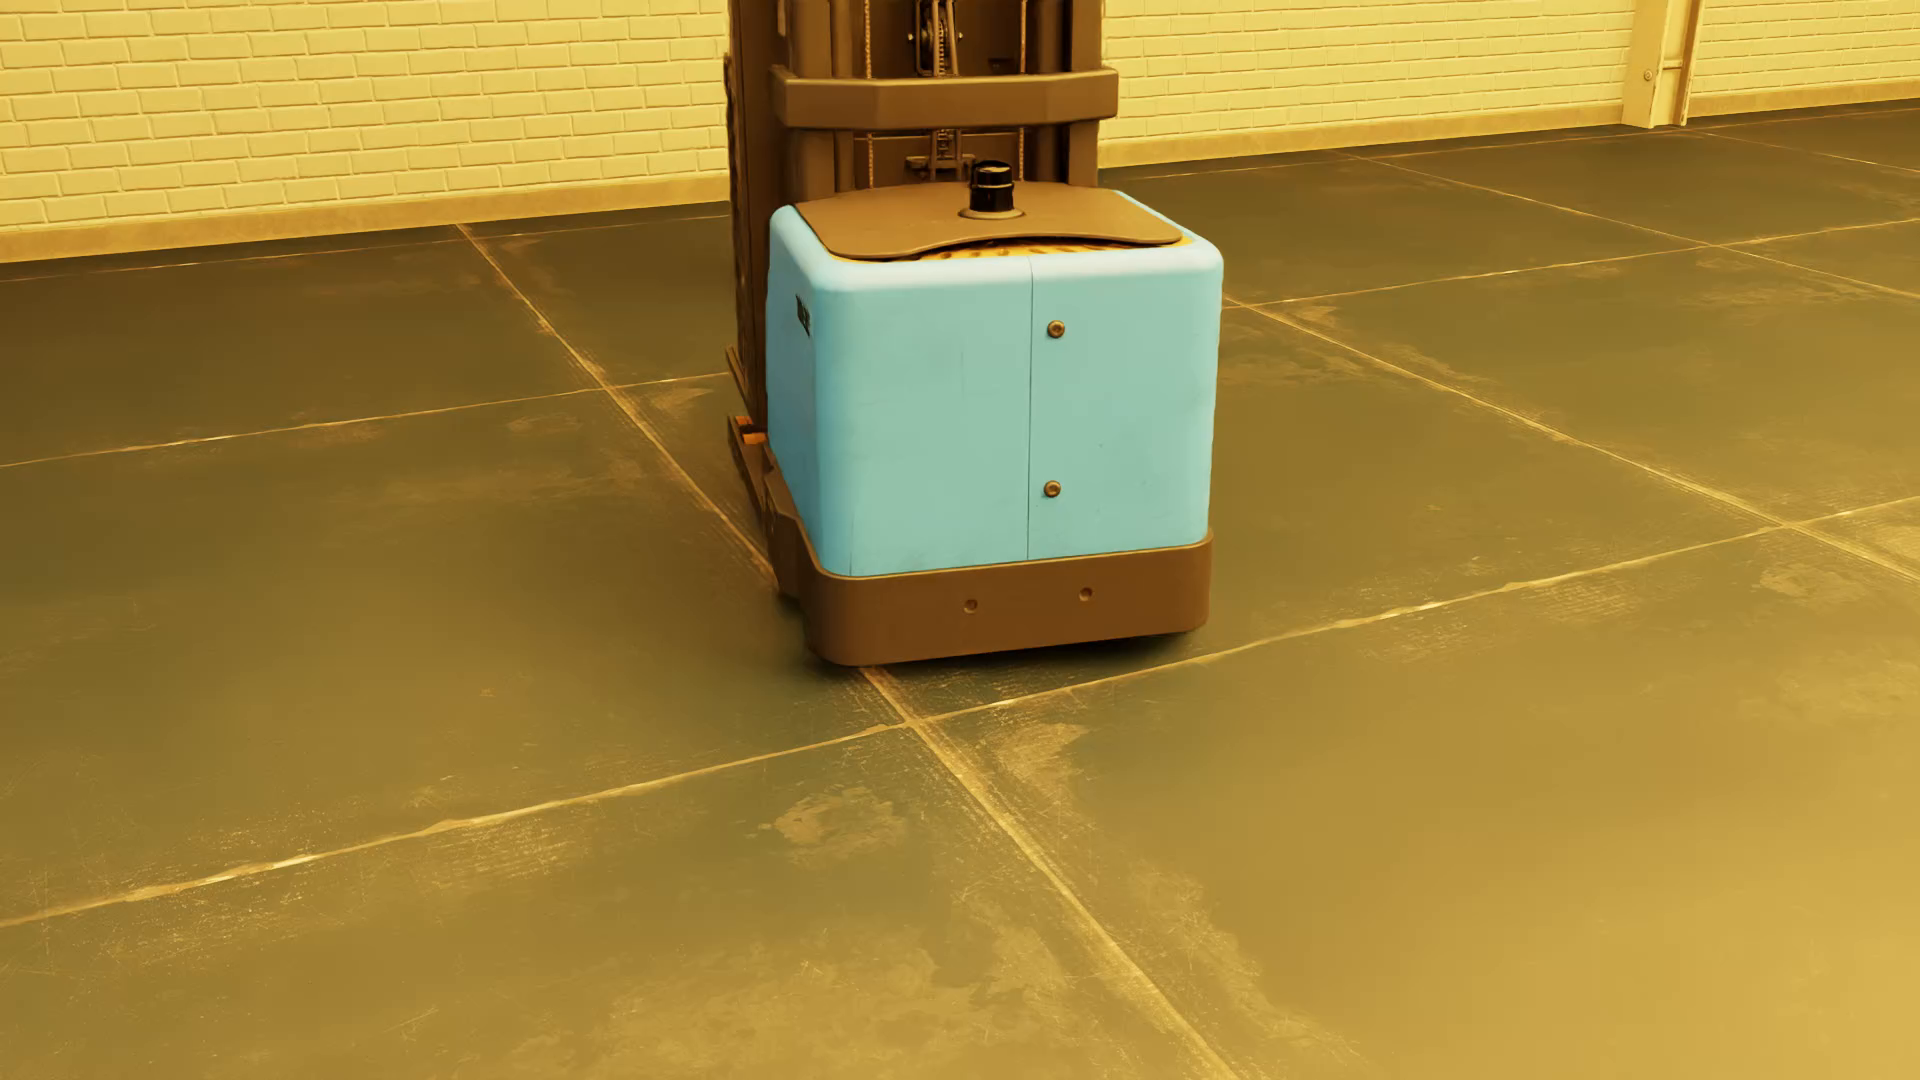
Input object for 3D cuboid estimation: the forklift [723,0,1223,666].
[{"bbox_3d":[-0.185,-1.574,5.074,1.130,2.935,3.031,-5,23,-13],"label":"forklift"}]
